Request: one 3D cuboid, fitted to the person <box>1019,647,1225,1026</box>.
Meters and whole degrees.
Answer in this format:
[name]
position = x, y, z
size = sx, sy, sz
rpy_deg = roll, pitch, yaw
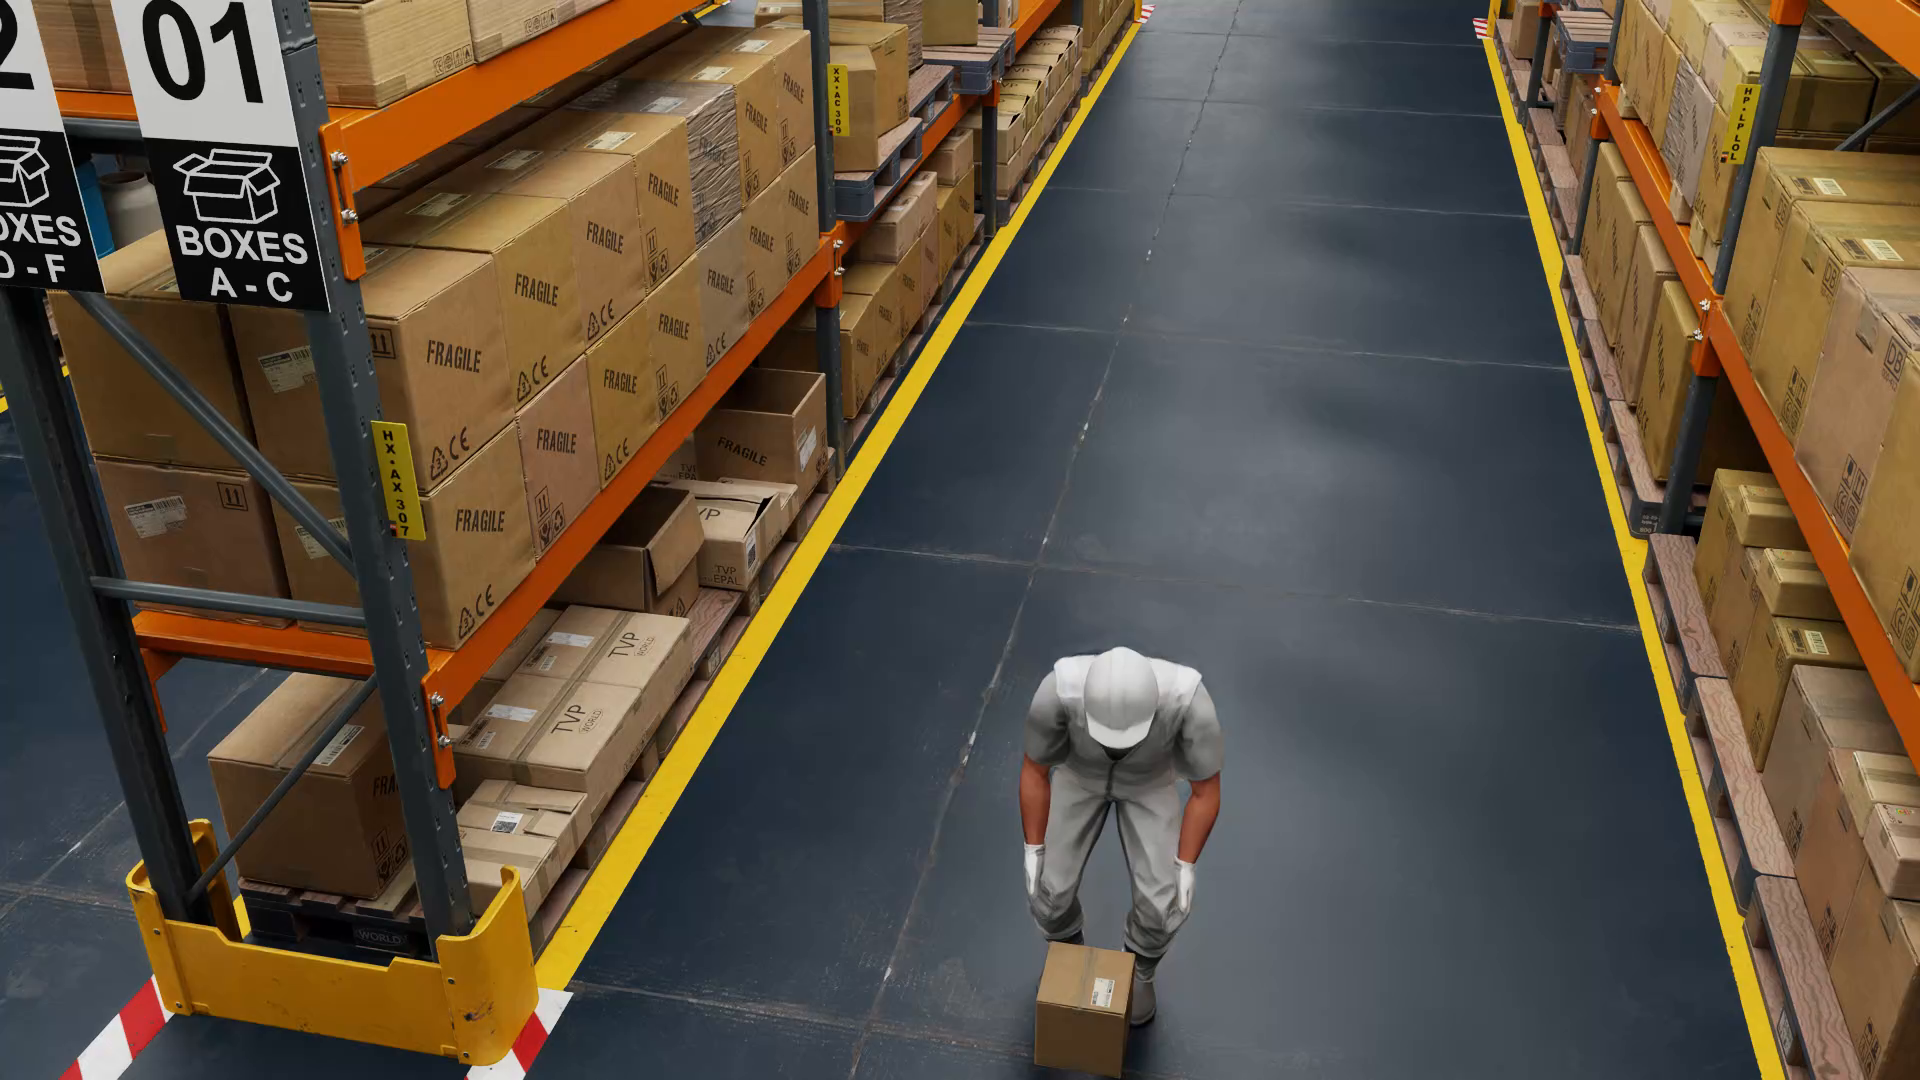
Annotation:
[person]
position = 0.478, 0.823, 4.949
size = 0.583, 1.443, 0.749
rpy_deg = 6, 29, 11
